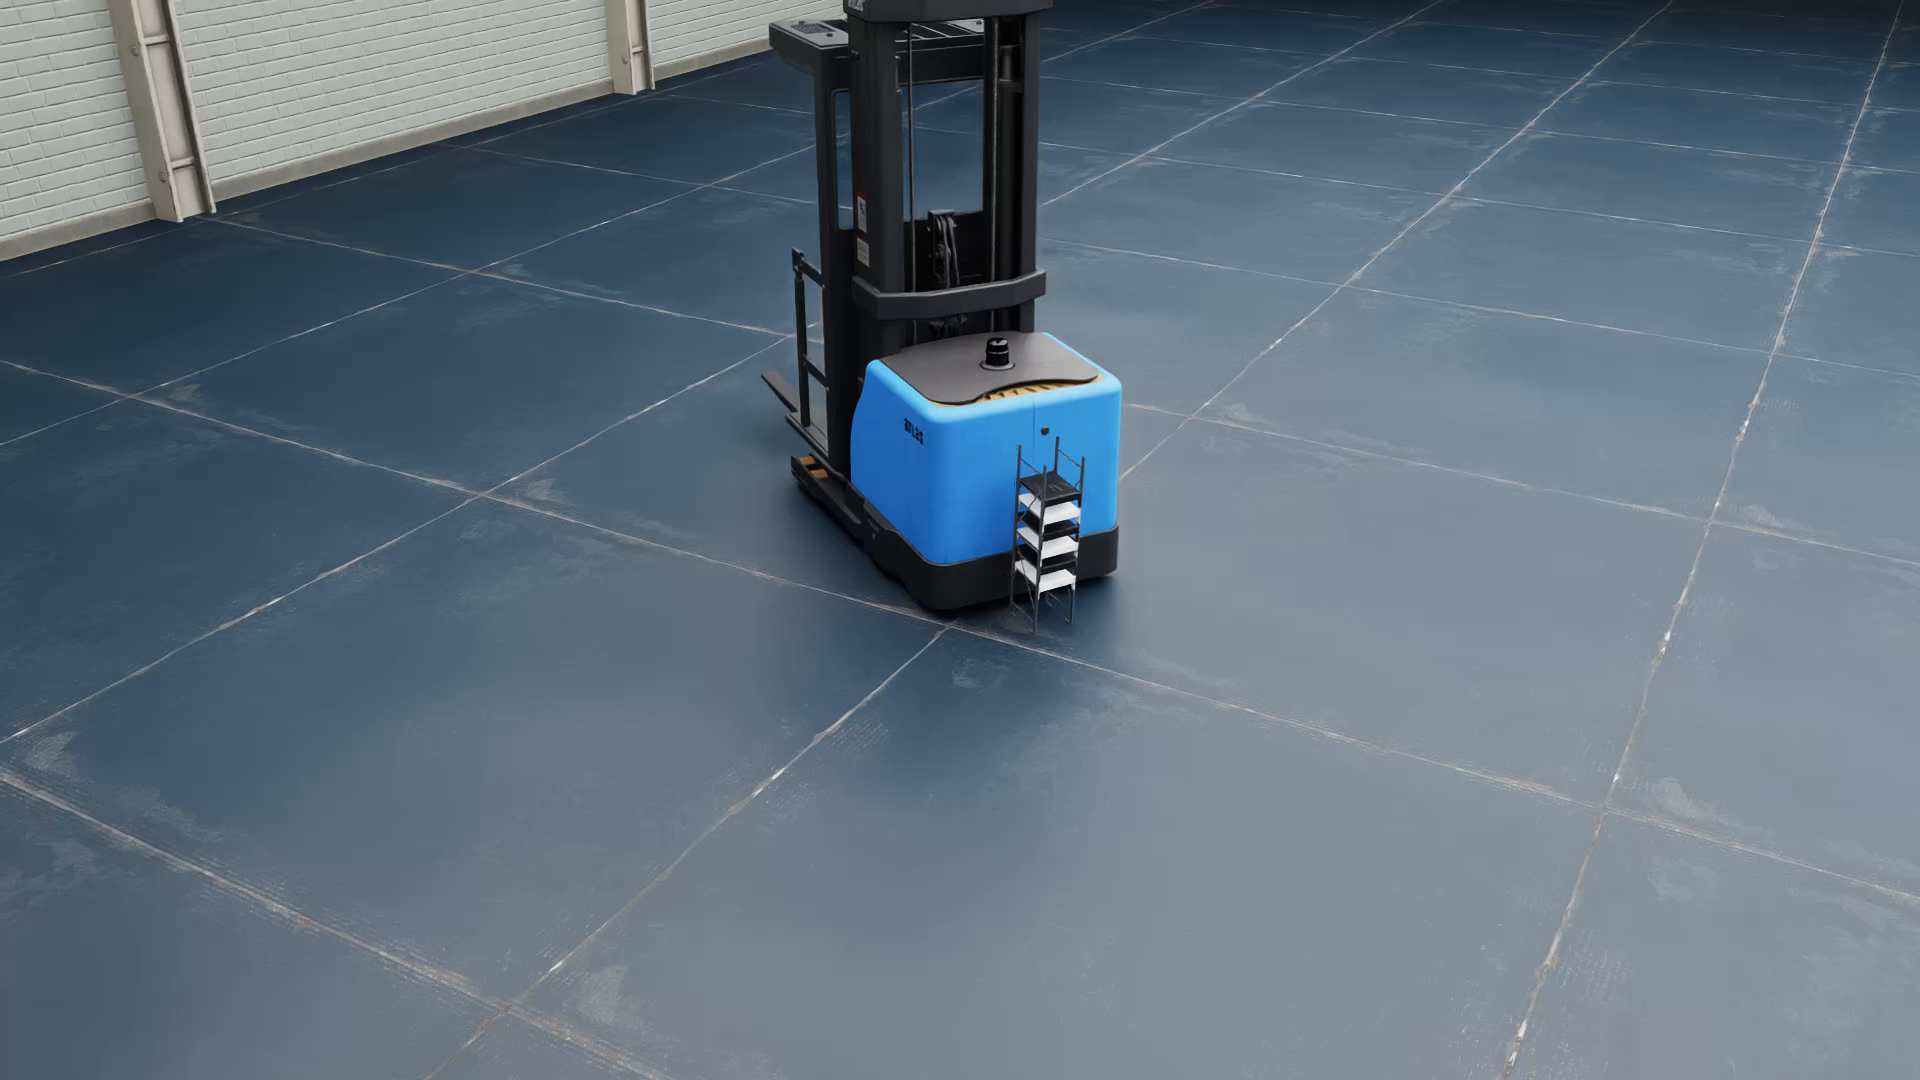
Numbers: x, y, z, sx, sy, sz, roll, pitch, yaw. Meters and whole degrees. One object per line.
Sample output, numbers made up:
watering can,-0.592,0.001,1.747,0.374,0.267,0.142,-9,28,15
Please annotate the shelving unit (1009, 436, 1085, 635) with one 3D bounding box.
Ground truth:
shelving unit,0.401,-0.016,7.757,0.210,0.900,0.258,-14,34,-26

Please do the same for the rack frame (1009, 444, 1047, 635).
rack frame,0.312,0.007,7.713,0.006,0.900,0.240,-14,34,-26

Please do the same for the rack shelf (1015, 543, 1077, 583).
rack shelf,0.397,0.091,7.818,0.200,0.077,0.258,-14,34,-26

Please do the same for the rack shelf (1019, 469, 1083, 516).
rack shelf,0.409,-0.221,7.638,0.200,0.077,0.258,-14,34,-26

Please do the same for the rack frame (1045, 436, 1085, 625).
rack frame,0.490,-0.038,7.801,0.006,0.900,0.240,-14,34,-26

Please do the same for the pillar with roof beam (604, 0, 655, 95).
pillar with roof beam,0.014,-8.223,15.124,9.100,9.000,0.400,14,30,26

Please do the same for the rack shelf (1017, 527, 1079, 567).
rack shelf,0.400,0.013,7.773,0.200,0.077,0.258,-14,34,-26

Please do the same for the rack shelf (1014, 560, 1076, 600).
rack shelf,0.394,0.169,7.864,0.200,0.077,0.258,-14,34,-26

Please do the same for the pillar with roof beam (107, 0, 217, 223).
pillar with roof beam,-2.937,-5.885,10.452,9.100,9.000,0.400,14,30,26

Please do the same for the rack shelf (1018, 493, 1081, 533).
rack shelf,0.406,-0.143,7.683,0.200,0.077,0.258,-14,34,-26

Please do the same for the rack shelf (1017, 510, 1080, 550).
rack shelf,0.403,-0.065,7.728,0.200,0.077,0.258,-14,34,-26

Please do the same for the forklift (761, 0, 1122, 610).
forklift,-0.294,-1.611,8.693,1.130,2.935,3.031,-12,29,-22
